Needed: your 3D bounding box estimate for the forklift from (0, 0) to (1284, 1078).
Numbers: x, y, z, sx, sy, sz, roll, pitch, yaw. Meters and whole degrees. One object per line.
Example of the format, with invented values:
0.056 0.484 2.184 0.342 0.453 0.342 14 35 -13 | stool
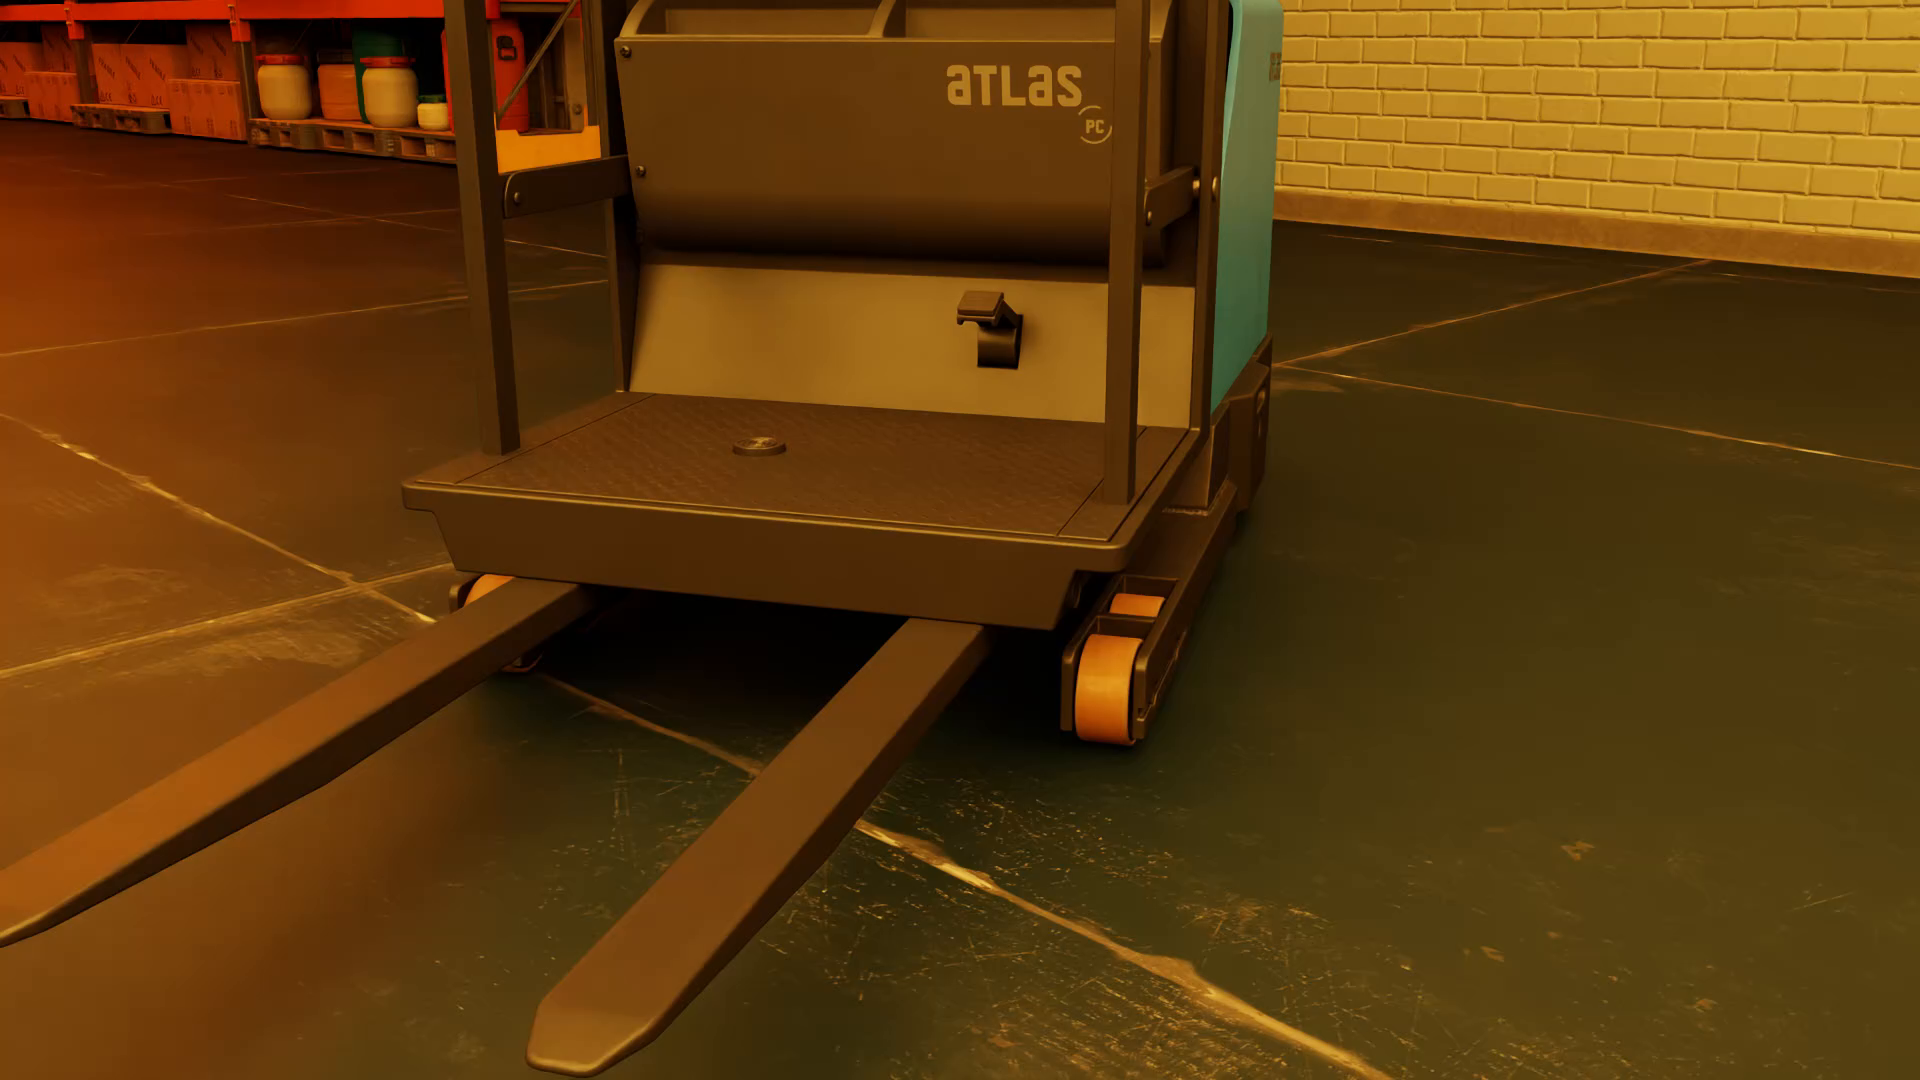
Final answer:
-0.174 -1.228 2.404 1.130 2.935 3.031 5 18 16 | forklift
